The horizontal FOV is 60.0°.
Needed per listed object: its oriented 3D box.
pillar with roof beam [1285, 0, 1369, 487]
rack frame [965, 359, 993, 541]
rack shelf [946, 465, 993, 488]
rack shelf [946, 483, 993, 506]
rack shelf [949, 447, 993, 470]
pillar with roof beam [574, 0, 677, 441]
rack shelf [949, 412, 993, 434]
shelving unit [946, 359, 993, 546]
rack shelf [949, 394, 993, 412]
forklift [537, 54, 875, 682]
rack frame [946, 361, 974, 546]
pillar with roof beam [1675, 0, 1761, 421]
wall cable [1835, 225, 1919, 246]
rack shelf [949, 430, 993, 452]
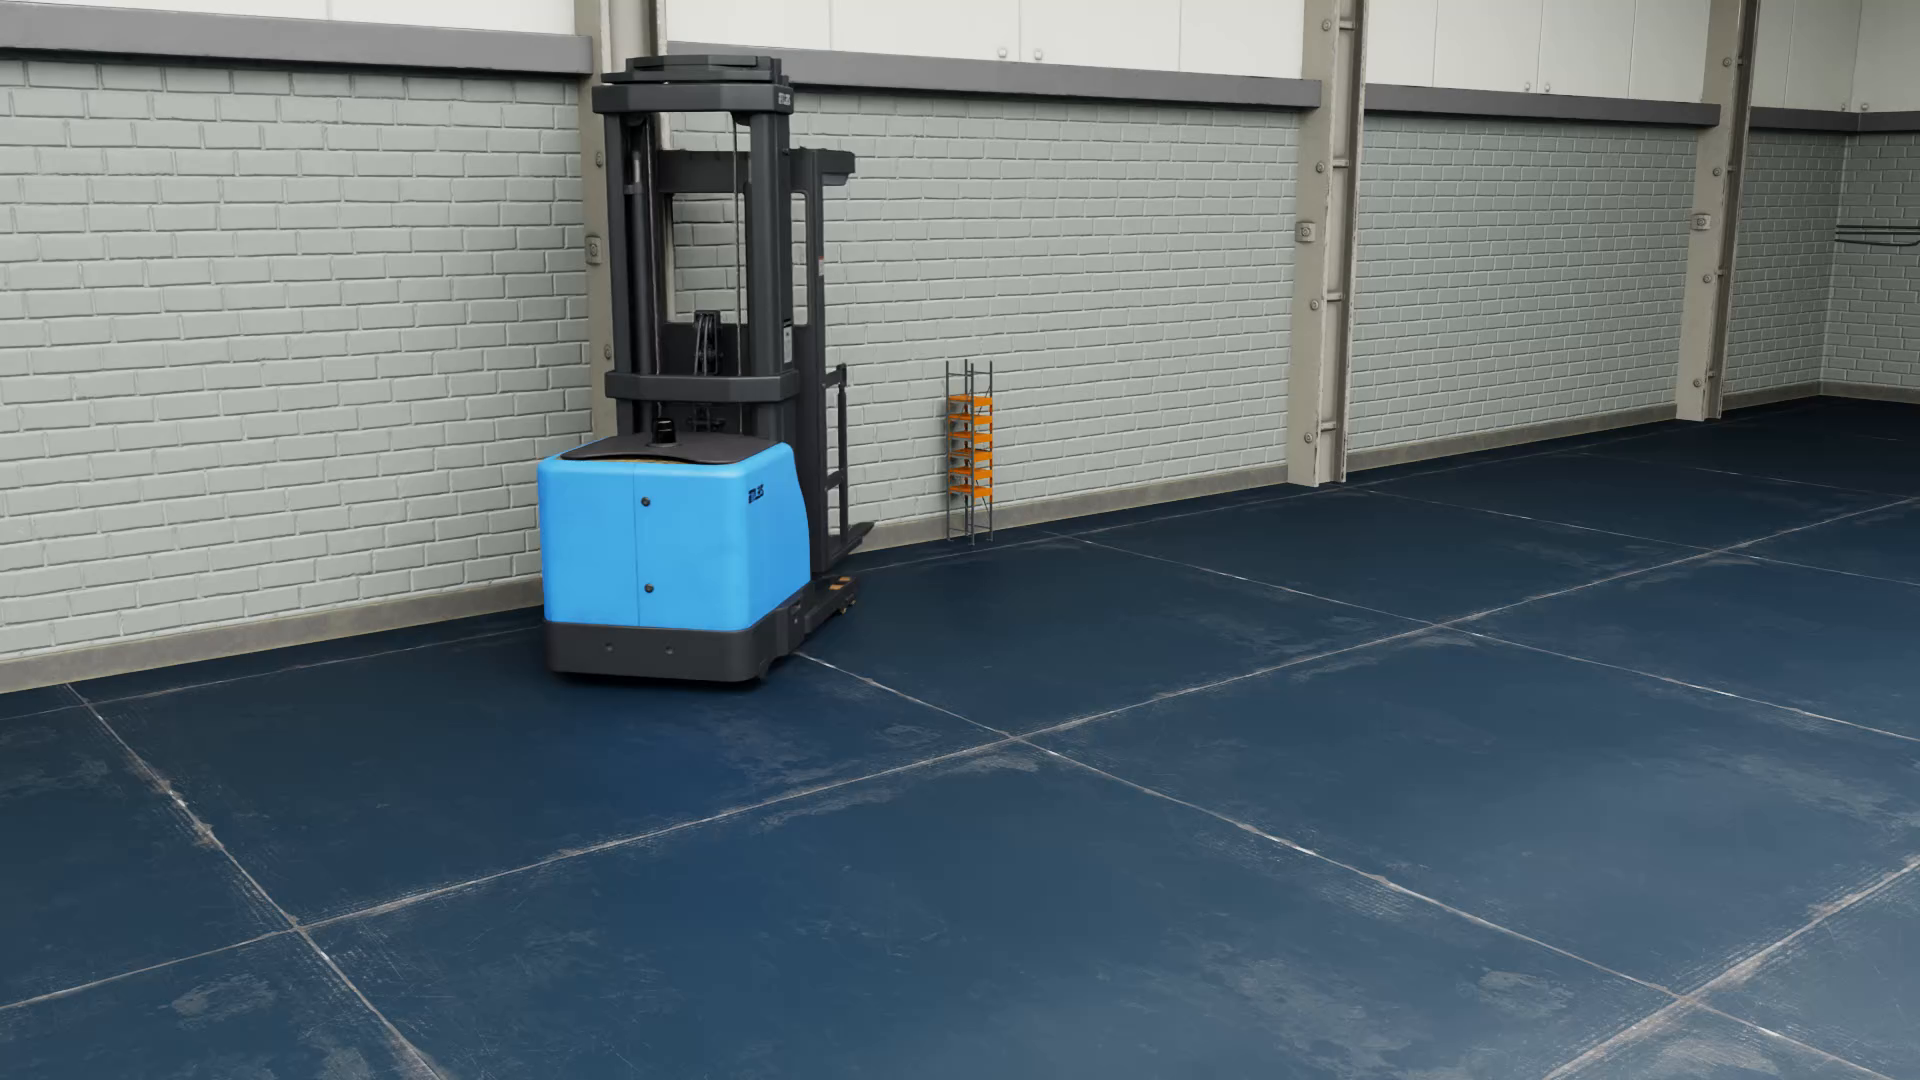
[{"bbox_3d":[5.537,-4.171,9.108,0.400,9.000,9.100,-9,15,-38],"label":"pillar with roof beam"},{"bbox_3d":[0.124,-0.595,11.040,0.240,1.200,0.006,10,16,41],"label":"rack frame"},{"bbox_3d":[0.063,-0.420,11.008,0.258,0.103,0.180,10,16,41],"label":"rack shelf"},{"bbox_3d":[0.063,-0.303,11.032,0.258,0.103,0.180,10,16,41],"label":"rack shelf"},{"bbox_3d":[0.062,-0.538,10.983,0.258,0.103,0.180,10,16,41],"label":"rack shelf"},{"bbox_3d":[0.852,-3.393,5.441,0.400,9.000,9.100,-9,15,-38],"label":"pillar with roof beam"},{"bbox_3d":[0.061,-0.772,10.933,0.258,0.103,0.180,10,16,41],"label":"rack shelf"},{"bbox_3d":[0.062,-0.581,10.973,0.258,1.200,0.189,10,16,41],"label":"shelving unit"},{"bbox_3d":[0.061,-0.890,10.908,0.258,0.103,0.180,10,16,41],"label":"rack shelf"},{"bbox_3d":[-1.185,-1.032,8.932,1.130,2.935,3.031,2,12,11],"label":"forklift"},{"bbox_3d":[0.000,-0.567,10.907,0.240,1.200,0.006,10,16,41],"label":"rack frame"},{"bbox_3d":[10.222,-4.950,12.774,0.400,9.000,9.100,-9,15,-38],"label":"pillar with roof beam"},{"bbox_3d":[10.659,-4.297,17.175,0.112,2.526,3.097,-9,15,-38],"label":"wall cable"},{"bbox_3d":[0.062,-0.655,10.958,0.258,0.103,0.180,10,16,41],"label":"rack shelf"}]
